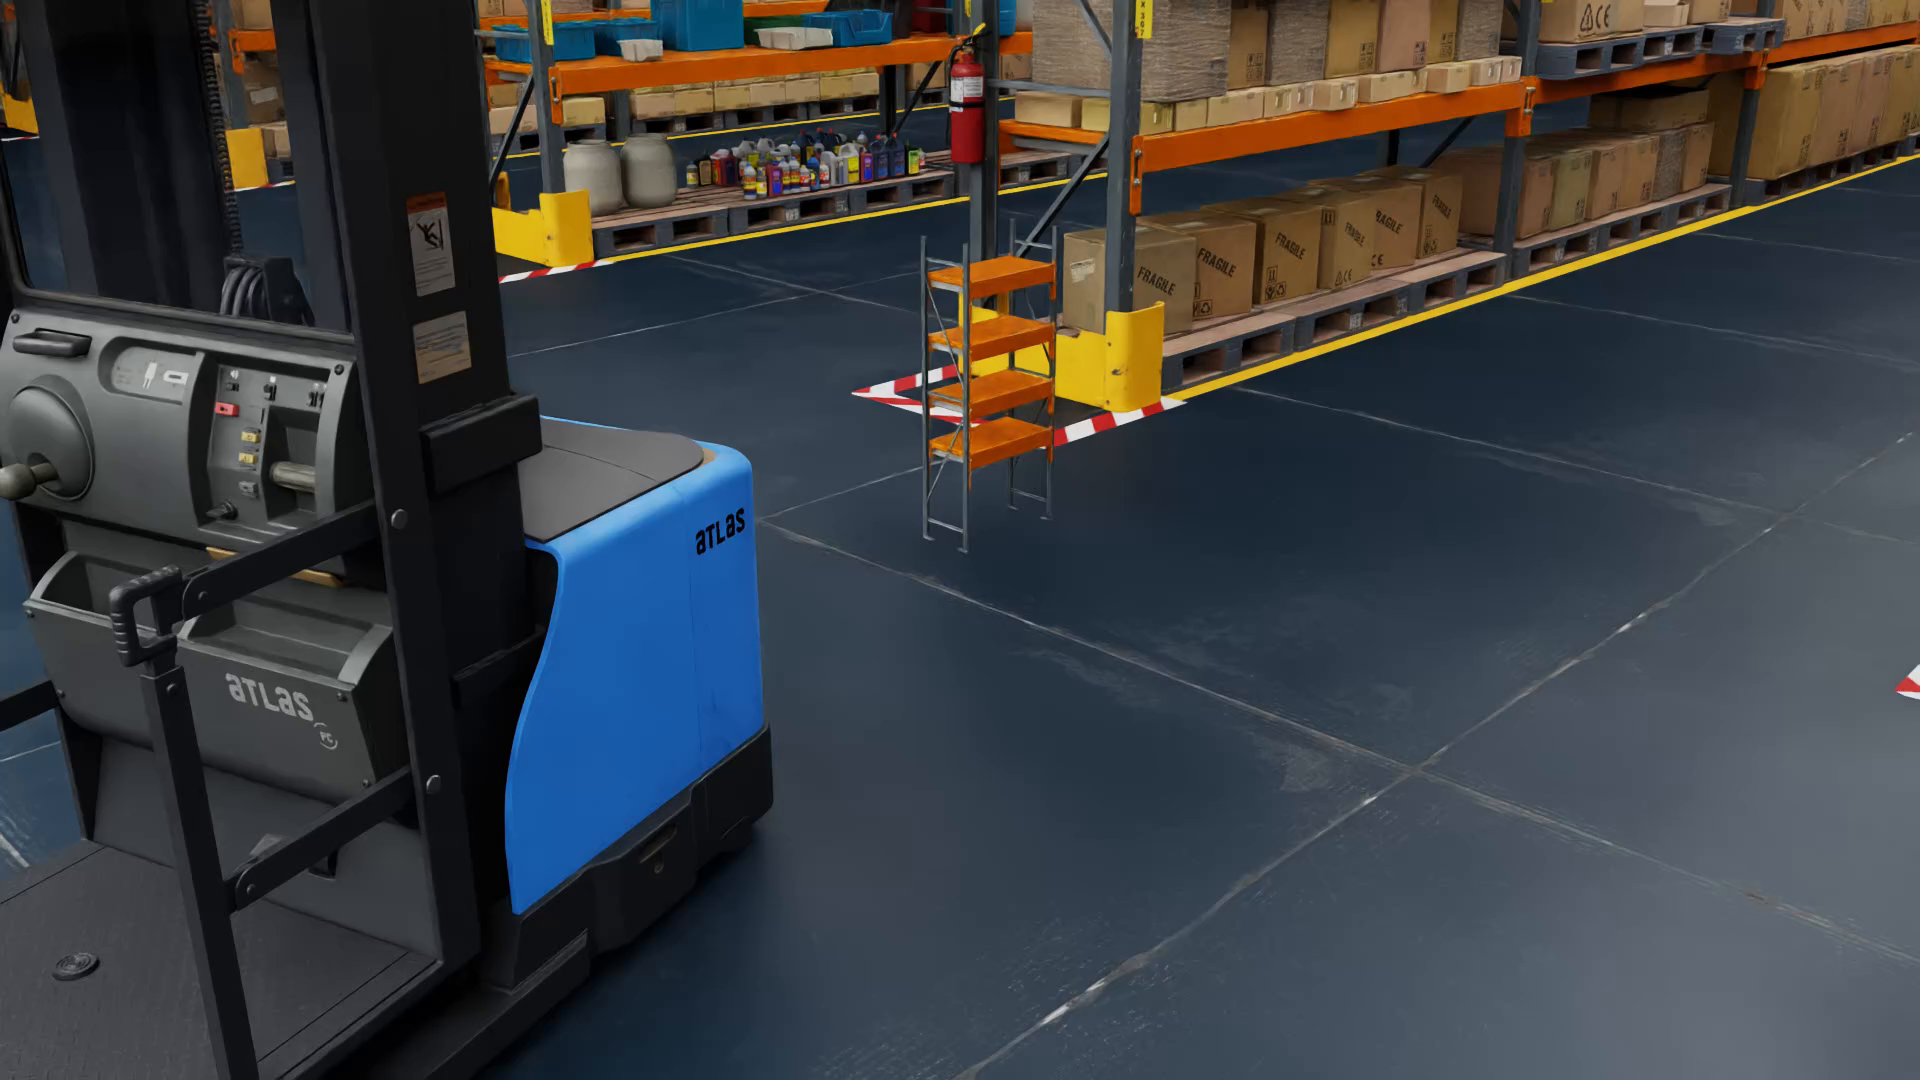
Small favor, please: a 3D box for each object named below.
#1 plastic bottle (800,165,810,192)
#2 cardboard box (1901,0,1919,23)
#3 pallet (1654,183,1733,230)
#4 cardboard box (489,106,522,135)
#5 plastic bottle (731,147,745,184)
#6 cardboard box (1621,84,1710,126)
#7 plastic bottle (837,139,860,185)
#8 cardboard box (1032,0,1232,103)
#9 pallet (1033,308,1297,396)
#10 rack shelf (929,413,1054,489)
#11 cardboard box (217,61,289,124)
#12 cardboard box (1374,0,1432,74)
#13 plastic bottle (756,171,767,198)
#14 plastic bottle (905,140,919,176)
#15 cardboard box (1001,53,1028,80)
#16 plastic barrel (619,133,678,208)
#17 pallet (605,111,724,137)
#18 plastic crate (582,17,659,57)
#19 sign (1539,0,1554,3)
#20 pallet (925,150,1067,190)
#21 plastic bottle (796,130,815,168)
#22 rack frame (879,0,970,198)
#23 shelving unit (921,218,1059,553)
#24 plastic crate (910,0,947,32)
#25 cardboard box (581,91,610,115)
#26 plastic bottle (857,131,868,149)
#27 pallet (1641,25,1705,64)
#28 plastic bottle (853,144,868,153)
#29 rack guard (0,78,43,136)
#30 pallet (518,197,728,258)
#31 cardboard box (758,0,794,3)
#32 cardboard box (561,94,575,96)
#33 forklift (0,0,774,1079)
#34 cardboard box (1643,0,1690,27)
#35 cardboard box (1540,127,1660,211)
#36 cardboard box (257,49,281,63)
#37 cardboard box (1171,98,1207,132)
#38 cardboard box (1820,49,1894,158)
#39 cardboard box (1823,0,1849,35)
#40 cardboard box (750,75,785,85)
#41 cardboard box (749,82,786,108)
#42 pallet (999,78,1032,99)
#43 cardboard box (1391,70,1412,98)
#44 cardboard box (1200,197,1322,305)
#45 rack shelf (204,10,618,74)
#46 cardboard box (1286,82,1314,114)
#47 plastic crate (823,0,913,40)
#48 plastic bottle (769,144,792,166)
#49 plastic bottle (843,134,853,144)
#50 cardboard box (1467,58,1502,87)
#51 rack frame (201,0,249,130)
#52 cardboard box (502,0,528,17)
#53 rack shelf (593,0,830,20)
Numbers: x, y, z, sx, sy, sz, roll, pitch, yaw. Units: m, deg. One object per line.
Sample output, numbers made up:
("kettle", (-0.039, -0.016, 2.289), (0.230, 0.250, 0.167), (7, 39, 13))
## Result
("plastic bottle", (-1.233, -2.856, 13.112), (0.097, 0.201, 0.097), (0, 21, 0))
("cardboard box", (8.691, -5.133, 15.609), (0.500, 0.500, 0.500), (19, 28, 41))
("pallet", (5.485, -2.744, 13.421), (1.003, 0.211, 1.213), (19, 28, 41))
("cardboard box", (-4.716, -4.179, 16.513), (0.500, 0.250, 0.500), (19, 28, 41))
("plastic bottle", (-1.839, -3.039, 13.484), (0.152, 0.276, 0.135), (18, 28, 39))
("cardboard box", (5.585, -3.455, 13.209), (0.500, 0.250, 0.500), (-19, 28, -40))
("plastic bottle", (-0.910, -3.057, 13.426), (0.144, 0.351, 0.185), (19, 28, 40))
("cardboard box", (0.853, -2.510, 8.370), (0.875, 0.500, 0.500), (19, 28, 41))
("pallet", (1.095, -1.108, 9.163), (1.003, 0.211, 1.213), (19, 28, 41))
("rack shelf", (0.115, -0.354, 6.565), (0.258, 0.148, 0.480), (19, 28, 41))
("cardboard box", (-6.484, -4.145, 15.381), (0.500, 0.500, 0.500), (19, 28, 41))
("cardboard box", (2.232, -3.030, 9.723), (0.875, 0.500, 0.500), (19, 28, 41))
("plastic bottle", (-1.538, -2.744, 12.819), (0.097, 0.201, 0.097), (0, 21, 0))
("plastic bottle", (-0.408, -3.189, 13.864), (0.133, 0.283, 0.061), (-18, 28, -39))
("cardboard box", (0.533, -6.210, 21.421), (0.500, 0.500, 0.500), (18, 27, 39))
("plastic barrel", (-2.345, -2.782, 12.513), (0.421, 0.512, 0.421), (0, 21, 0))
("pallet", (-3.369, -4.596, 18.238), (1.003, 0.211, 1.213), (19, 28, 41))
("plastic crate", (-2.507, -3.729, 12.304), (0.499, 0.251, 0.408), (19, 28, 41))
("sign", (3.635, -3.489, 10.263), (0.100, 0.325, 0.005), (19, 28, 41))
("pallet", (0.212, -3.368, 15.043), (1.003, 0.211, 1.213), (19, 28, 41))
("plastic bottle", (-1.300, -3.275, 13.992), (0.144, 0.351, 0.185), (18, 27, 38))
("rack frame", (-0.308, -4.458, 13.992), (1.000, 3.000, 0.127), (19, 28, 41))
("shelving unit", (0.115, -0.603, 6.470), (0.258, 1.200, 0.503), (19, 28, 41))
("plastic crate", (-0.190, -4.689, 14.504), (0.402, 0.464, 0.583), (19, 28, 41))
("cardboard box", (-3.773, -4.790, 18.104), (0.500, 0.250, 0.500), (19, 28, 40))
("plastic bottle", (-0.845, -3.418, 14.475), (0.097, 0.271, 0.097), (0, 21, 0))
("pallet", (4.679, -3.638, 12.126), (1.003, 0.211, 1.213), (19, 28, 41))
("plastic bottle", (-0.809, -3.136, 13.735), (0.152, 0.276, 0.135), (19, 28, 41))
("rack guard", (-10.144, -4.762, 18.267), (1.175, 0.500, 0.348), (19, 28, 41))
("pallet", (-2.509, -2.367, 12.438), (1.003, 0.211, 1.213), (19, 28, 41))
("cardboard box", (-2.223, -6.338, 18.744), (0.500, 0.500, 0.500), (17, 27, 38))
("cardboard box", (-4.395, -4.568, 17.525), (0.500, 0.250, 0.500), (19, 28, 41))
("forklift", (-1.614, -0.201, 3.013), (1.130, 2.935, 3.031), (10, 23, 25))
("cardboard box", (5.061, -3.884, 12.100), (0.396, 0.266, 0.258), (18, 28, 39))
("cardboard box", (4.809, -2.815, 12.587), (0.500, 0.500, 0.700), (-17, 27, -38))
("cardboard box", (-8.102, -5.699, 20.092), (0.500, 0.500, 0.500), (17, 27, 37))
("cardboard box", (1.008, -2.146, 8.327), (0.380, 0.149, 0.250), (19, 28, 41))
("cardboard box", (7.766, -4.080, 15.384), (1.225, 0.875, 0.875), (18, 27, 39))
("cardboard box", (7.278, -4.616, 14.263), (0.500, 0.500, 0.500), (19, 28, 40))
("cardboard box", (-2.316, -5.312, 18.680), (0.500, 0.311, 0.500), (-19, 28, -41))
("cardboard box", (-2.323, -5.048, 18.775), (0.500, 0.250, 0.500), (-20, 28, -41))
("pallet", (0.335, -5.920, 21.682), (1.003, 0.211, 1.213), (19, 28, 41))
("cardboard box", (2.394, -2.663, 9.673), (0.380, 0.149, 0.250), (19, 28, 41))
("cardboard box", (1.740, -1.694, 9.700), (0.500, 0.500, 0.500), (-17, 27, -37))
("rack shelf", (-5.250, -4.849, 16.011), (1.077, 0.370, 4.000), (19, 28, 41))
("cardboard box", (1.687, -2.409, 9.012), (0.380, 0.149, 0.250), (19, 28, 41))
("plastic crate", (-0.765, -4.326, 13.736), (0.767, 0.338, 0.504), (19, 28, 41))
("plastic bottle", (-1.473, -3.100, 13.642), (0.152, 0.276, 0.135), (19, 28, 41))
("plastic bottle", (-0.974, -3.307, 14.170), (0.061, 0.283, 0.133), (19, 28, 41))
("cardboard box", (3.120, -2.910, 10.316), (0.380, 0.149, 0.250), (19, 28, 41))
("rack frame", (-6.645, -4.670, 14.545), (1.000, 3.000, 0.127), (19, 28, 41))
("cardboard box", (-4.523, -5.492, 16.544), (0.700, 0.500, 0.500), (19, 28, 40))
("rack shelf", (-2.459, -5.877, 18.687), (1.077, 0.370, 4.000), (19, 28, 41))
